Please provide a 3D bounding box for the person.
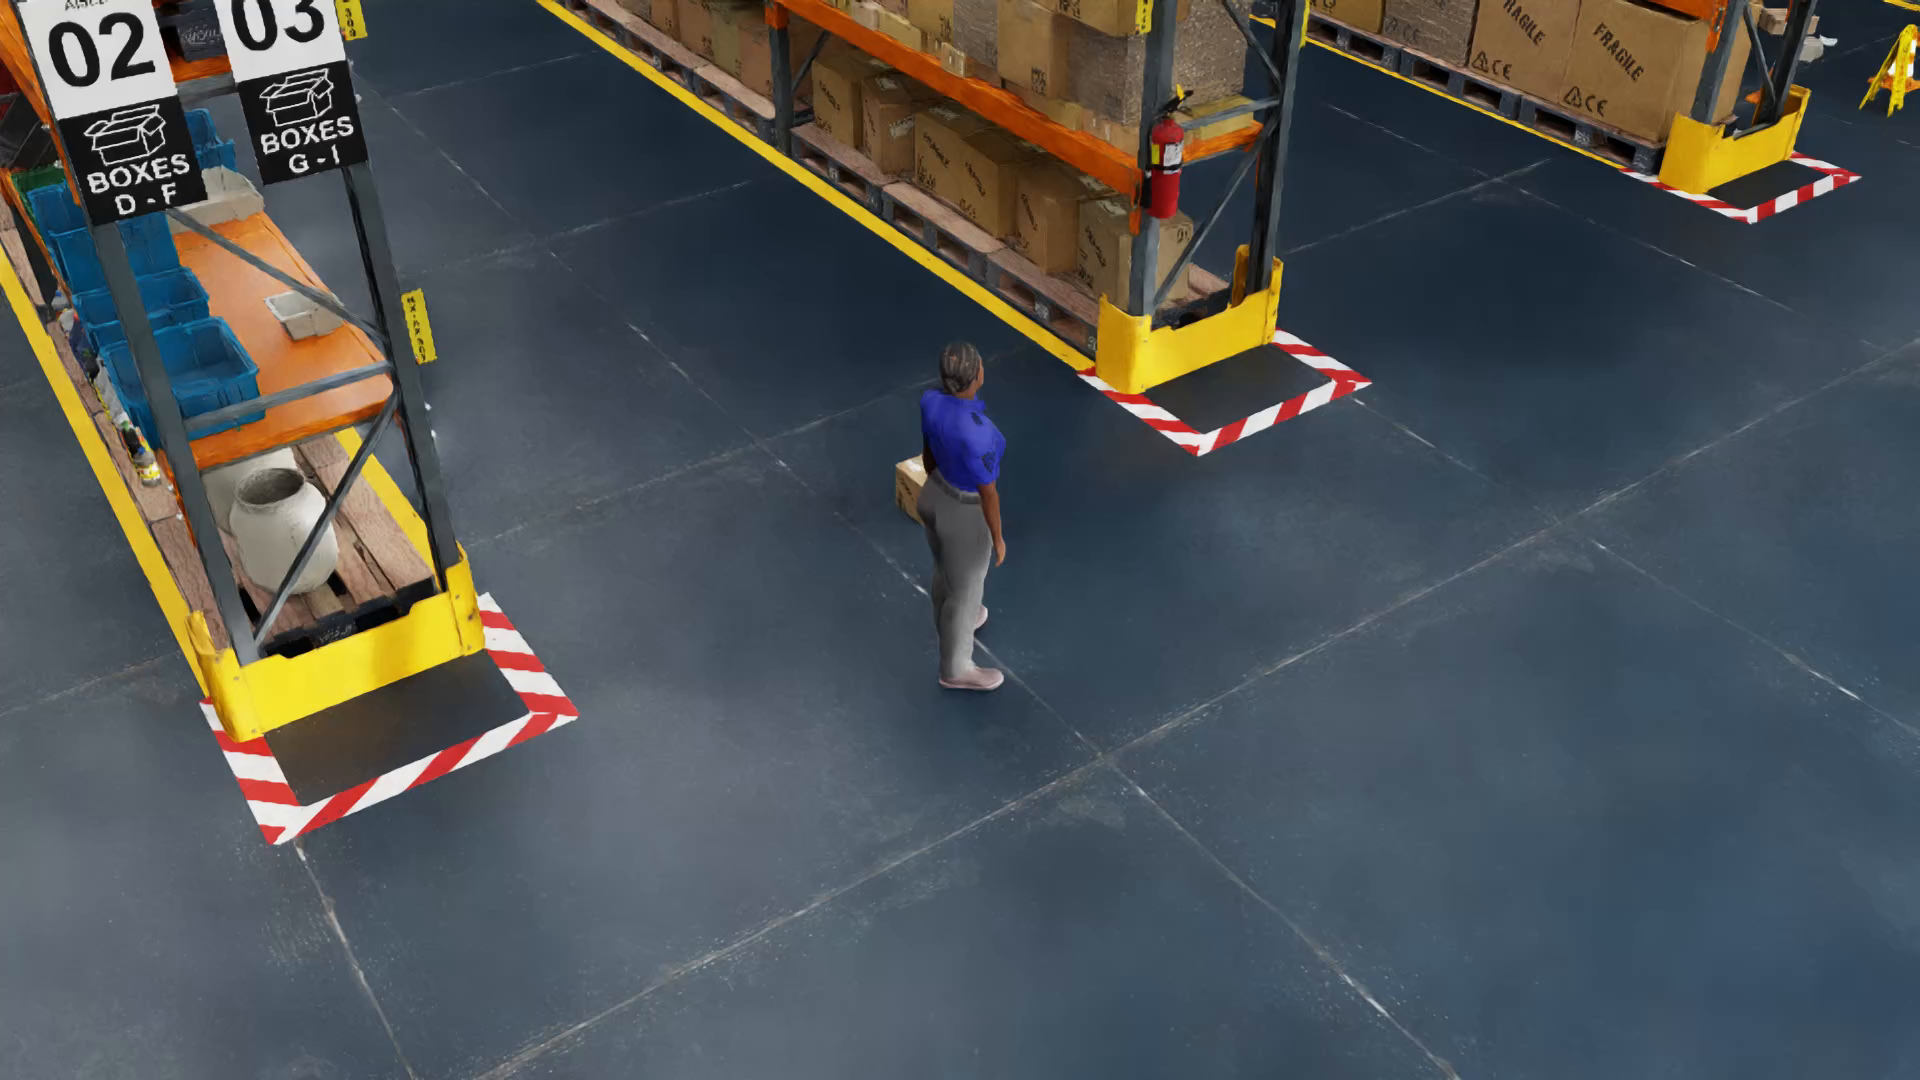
[{"bbox_3d":[0.035,-0.130,7.151,0.451,1.660,0.527,-22,42,-26],"label":"person"}]
